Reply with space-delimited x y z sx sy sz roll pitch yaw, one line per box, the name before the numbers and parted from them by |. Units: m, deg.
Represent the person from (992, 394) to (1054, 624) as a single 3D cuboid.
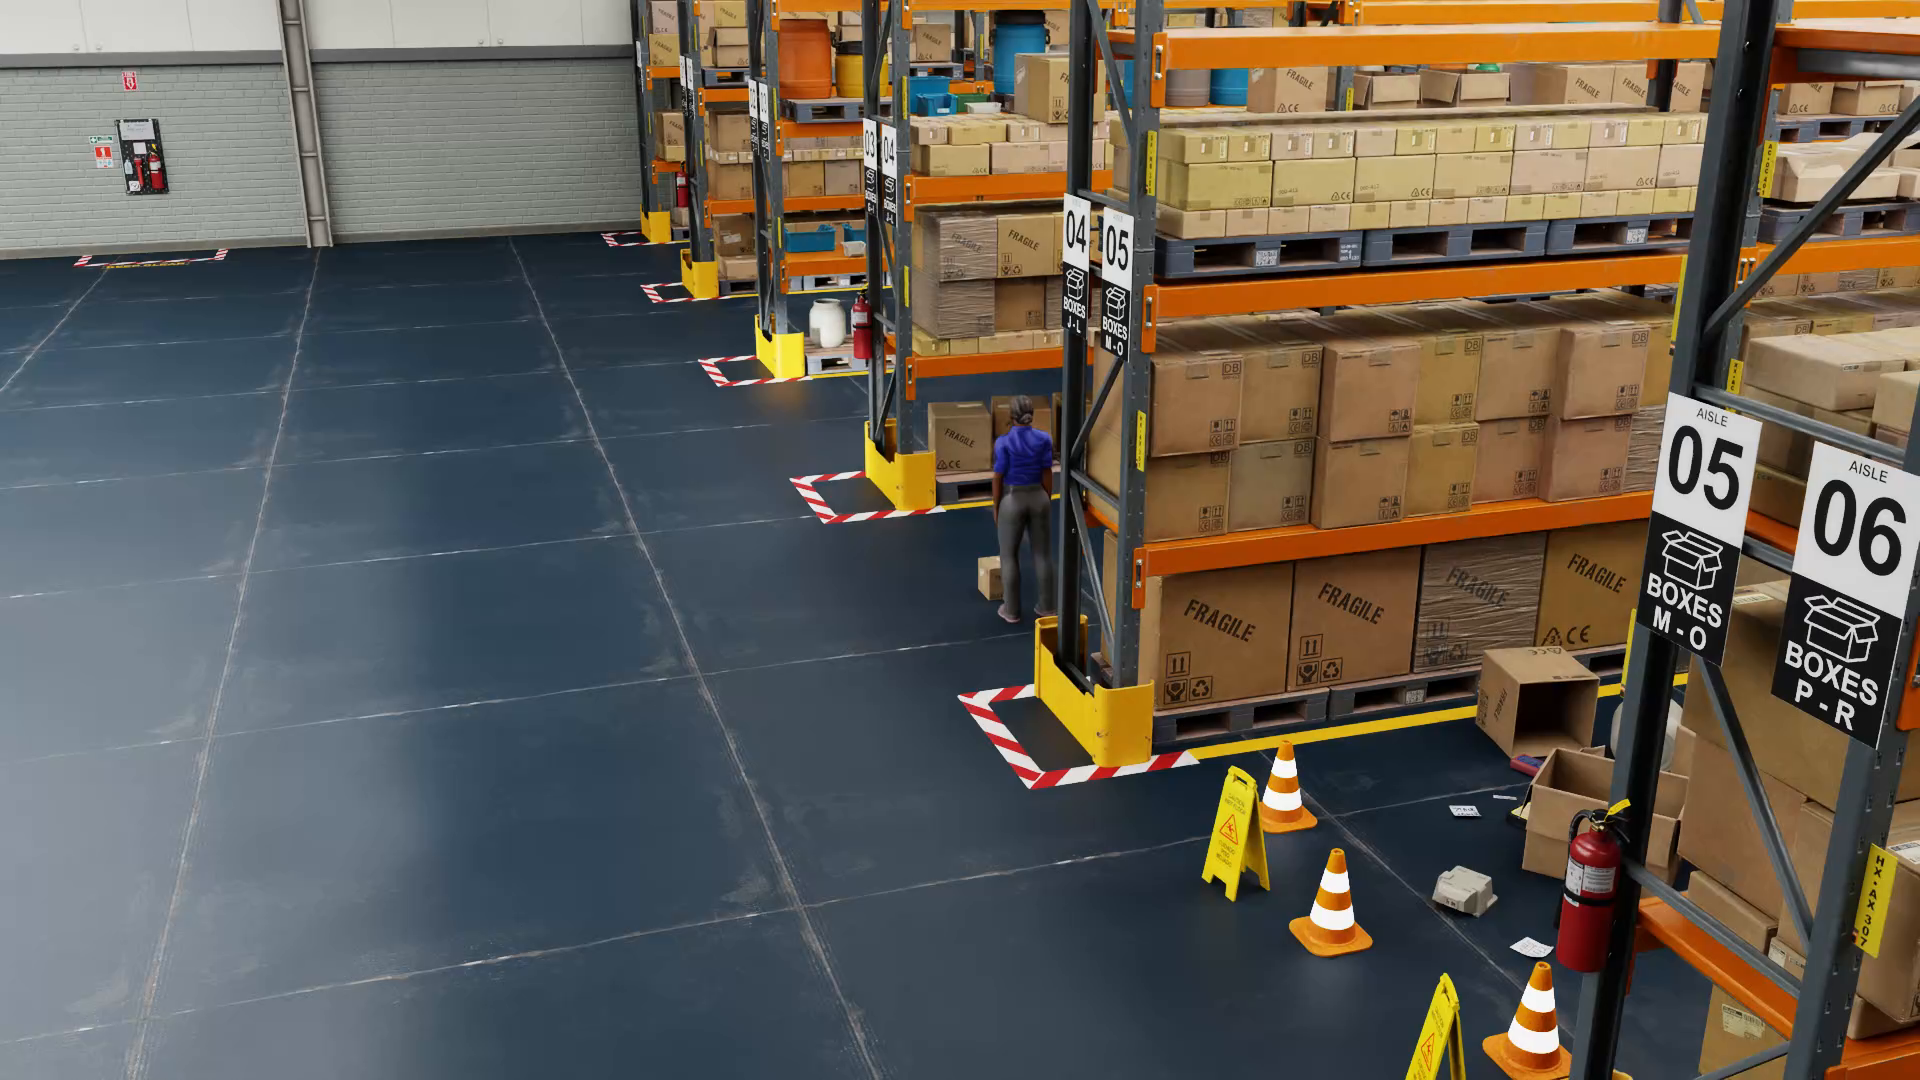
person | 0.450 -0.224 11.726 0.471 1.666 0.304 -6 20 -16
